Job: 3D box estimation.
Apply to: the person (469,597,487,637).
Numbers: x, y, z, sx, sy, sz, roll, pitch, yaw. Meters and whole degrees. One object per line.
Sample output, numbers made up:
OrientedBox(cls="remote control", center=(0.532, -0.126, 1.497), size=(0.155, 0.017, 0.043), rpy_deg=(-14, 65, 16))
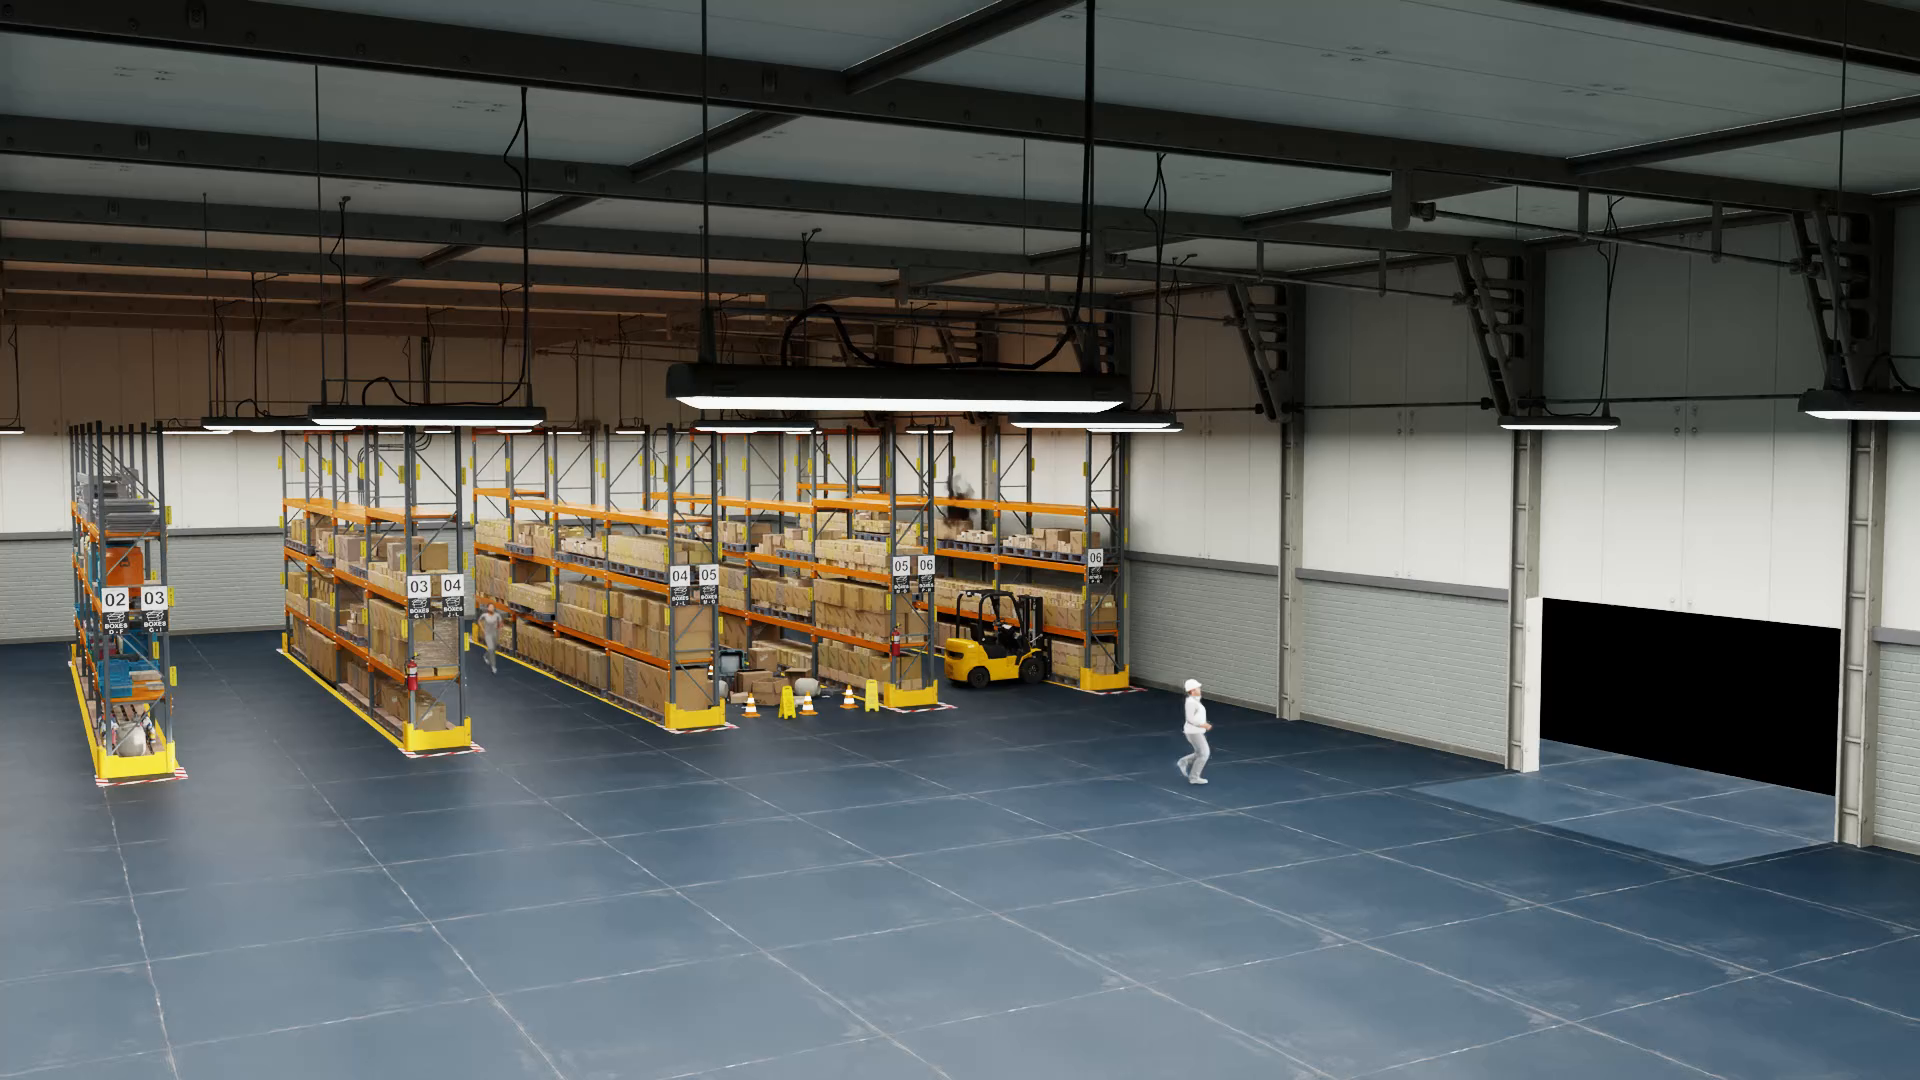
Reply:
OrientedBox(cls="person", center=(-13.713, 1.970, 47.676), size=(0.834, 1.598, 0.553), rpy_deg=(-3, 4, -38))

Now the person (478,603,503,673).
OrientedBox(cls="person", center=(-11.500, 2.372, 40.830), size=(0.534, 1.684, 1.109), rpy_deg=(-3, 4, -36))

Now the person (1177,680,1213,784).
OrientedBox(cls="person", center=(3.878, 3.162, 27.455), size=(0.607, 1.722, 0.656), rpy_deg=(1, 4, 12))
